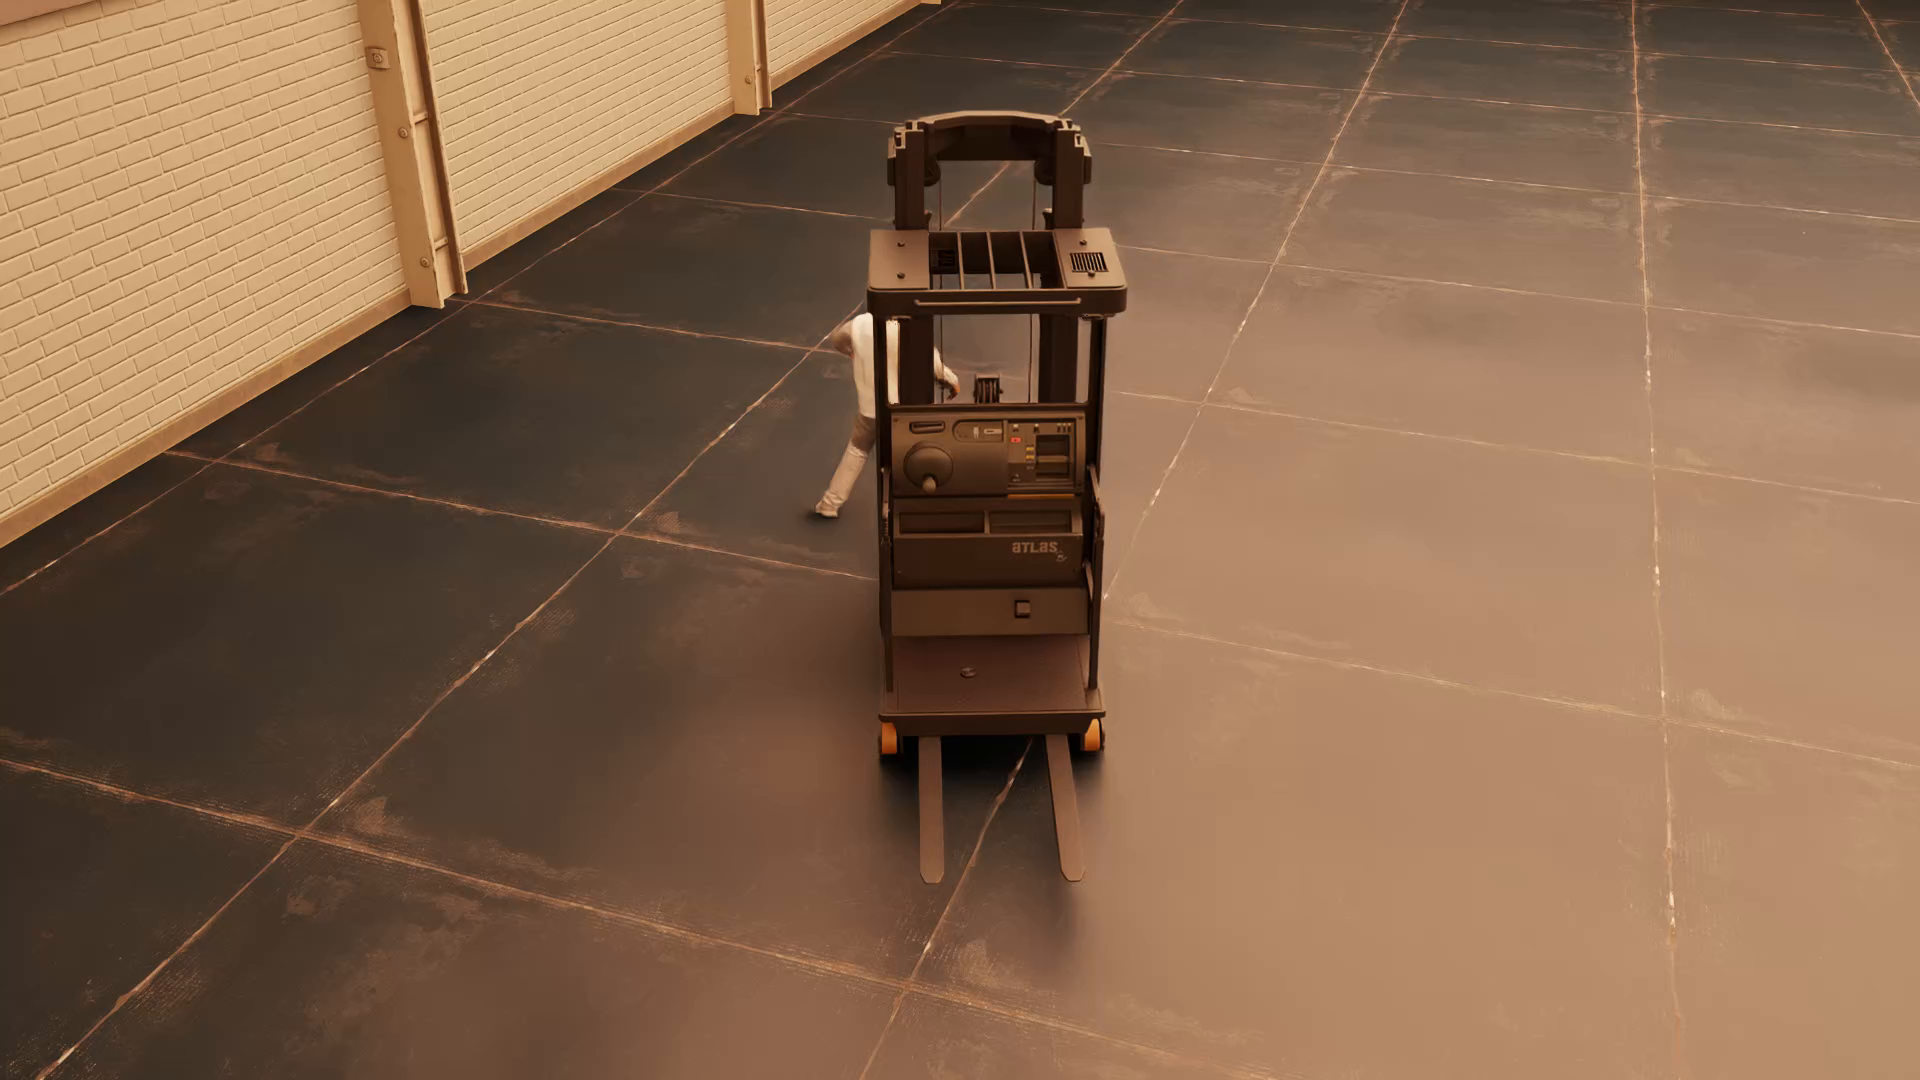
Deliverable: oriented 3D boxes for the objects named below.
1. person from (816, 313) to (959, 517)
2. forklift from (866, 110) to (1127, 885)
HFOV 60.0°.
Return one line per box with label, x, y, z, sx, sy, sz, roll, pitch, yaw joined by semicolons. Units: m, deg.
person;-0.314;-0.933;10.134;0.995;1.638;0.982;14;33;23
forklift;0.144;-0.371;7.787;1.130;2.935;3.031;-1;30;-1
